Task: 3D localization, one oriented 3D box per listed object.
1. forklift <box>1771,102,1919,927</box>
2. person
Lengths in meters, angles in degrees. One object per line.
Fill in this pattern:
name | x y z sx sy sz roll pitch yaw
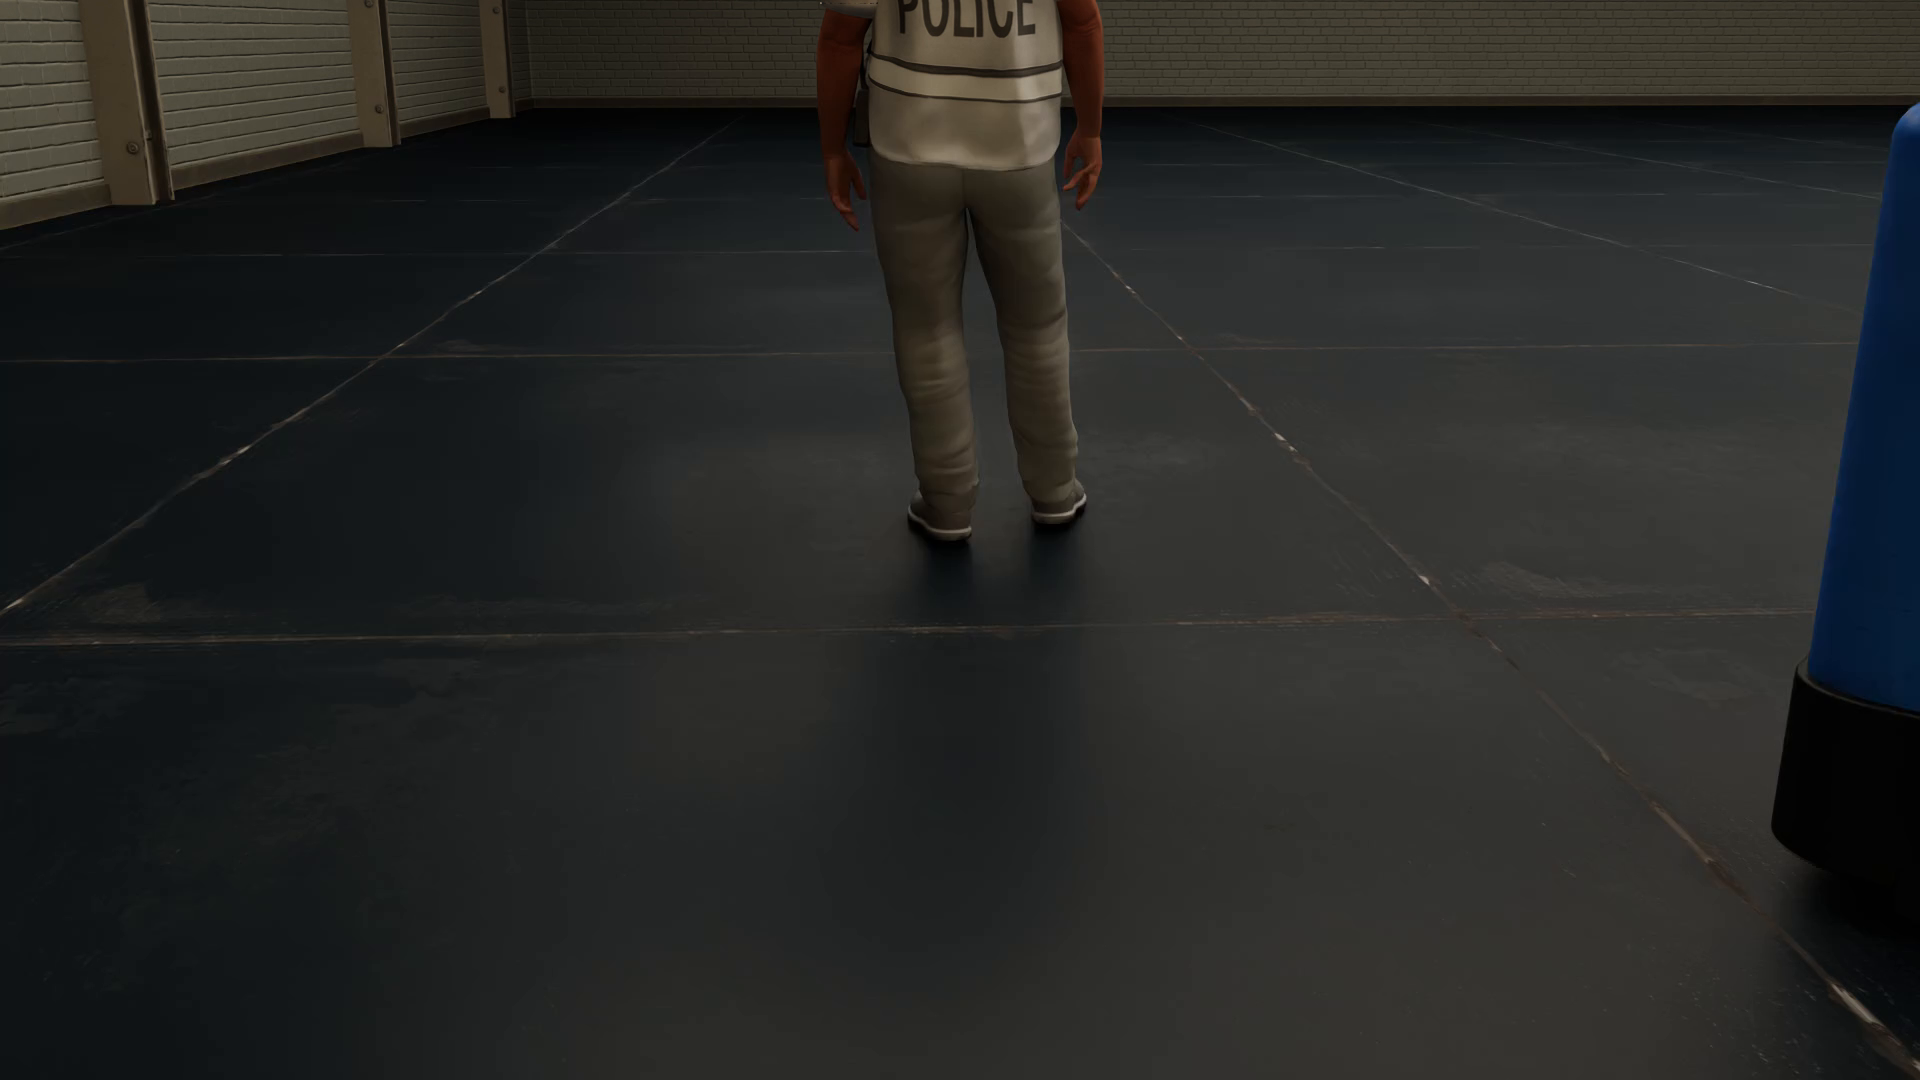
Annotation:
forklift | 2.553 -0.721 1.264 3.031 2.935 1.130 15 23 41
person | 0.007 -0.883 3.730 0.641 1.781 0.574 -1 17 -3
